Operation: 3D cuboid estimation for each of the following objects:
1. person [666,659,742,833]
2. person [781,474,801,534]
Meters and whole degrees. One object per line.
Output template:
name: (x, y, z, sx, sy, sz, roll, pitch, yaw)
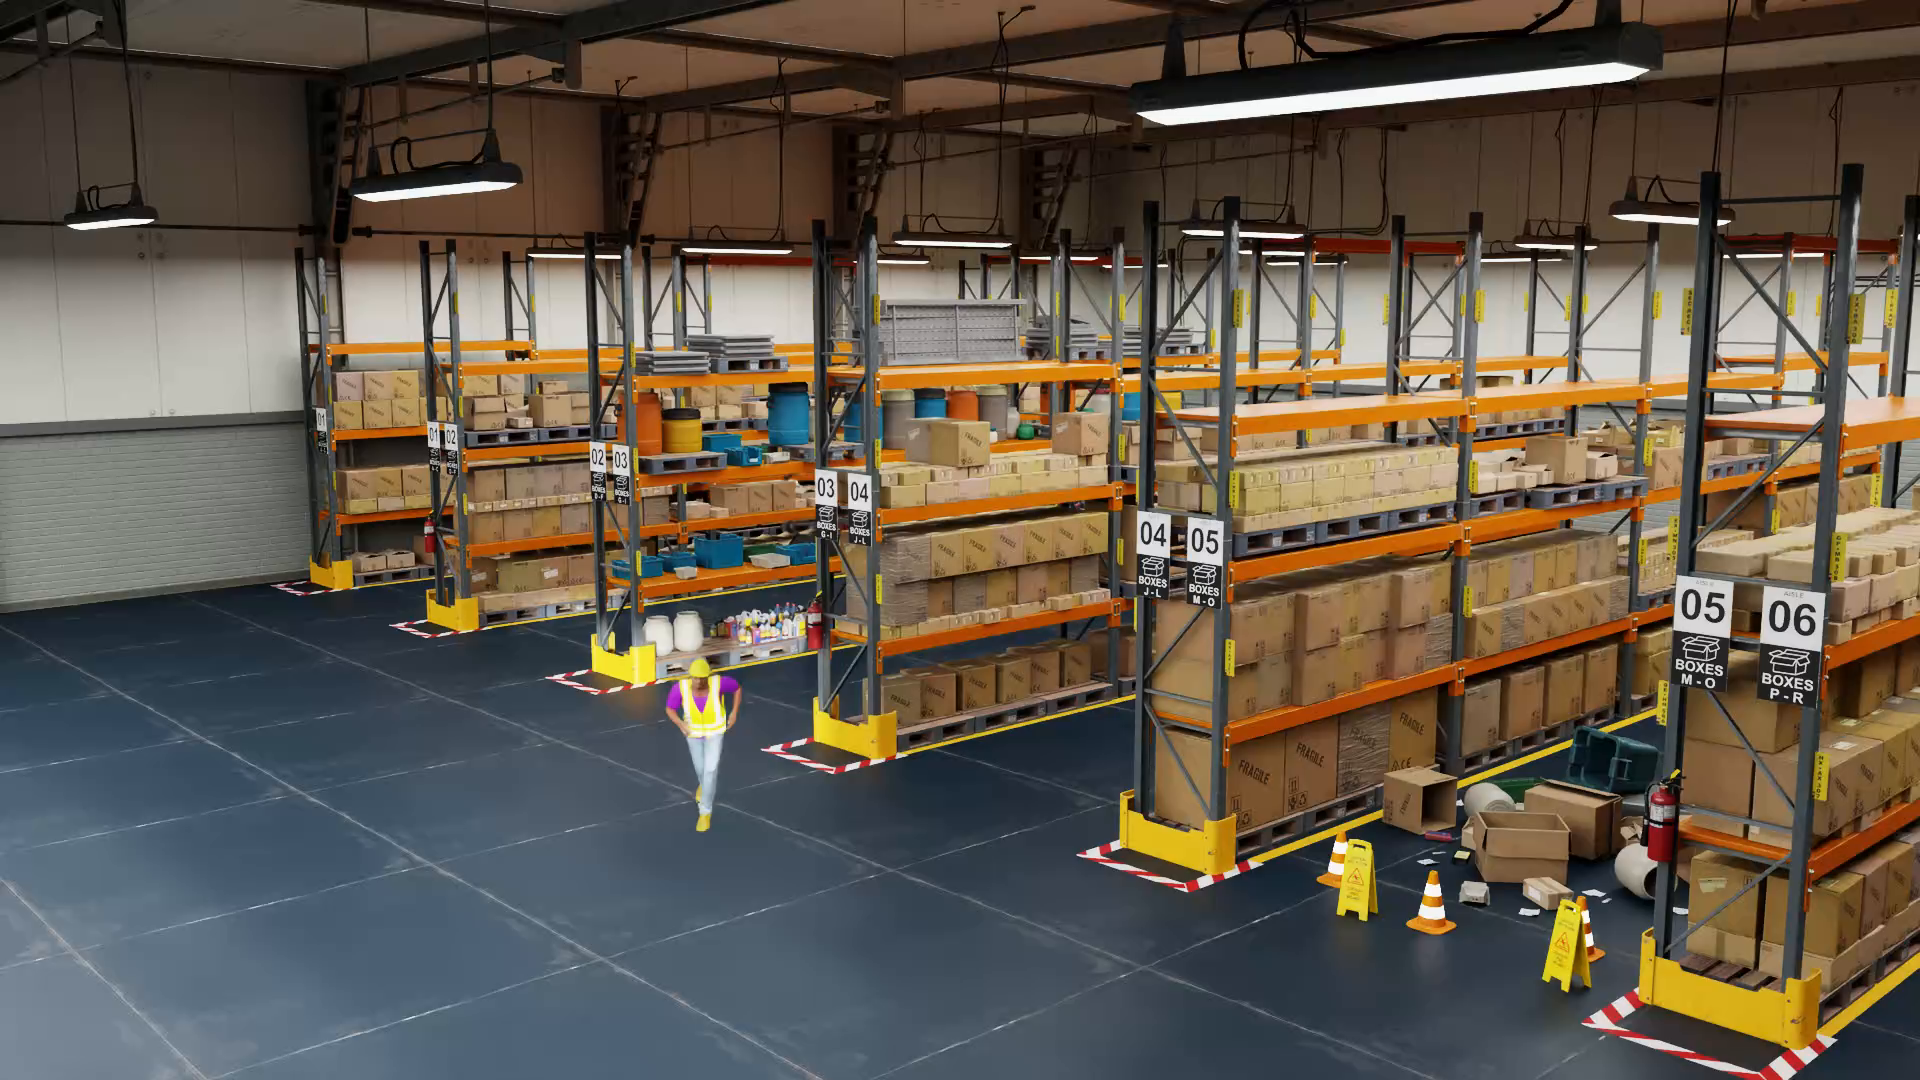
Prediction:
person: (-2.535, 1.947, 16.509, 0.743, 1.716, 1.054, -1, 8, -8)
person: (-3.516, -0.644, 33.701, 0.575, 1.696, 0.909, 7, 11, 38)
